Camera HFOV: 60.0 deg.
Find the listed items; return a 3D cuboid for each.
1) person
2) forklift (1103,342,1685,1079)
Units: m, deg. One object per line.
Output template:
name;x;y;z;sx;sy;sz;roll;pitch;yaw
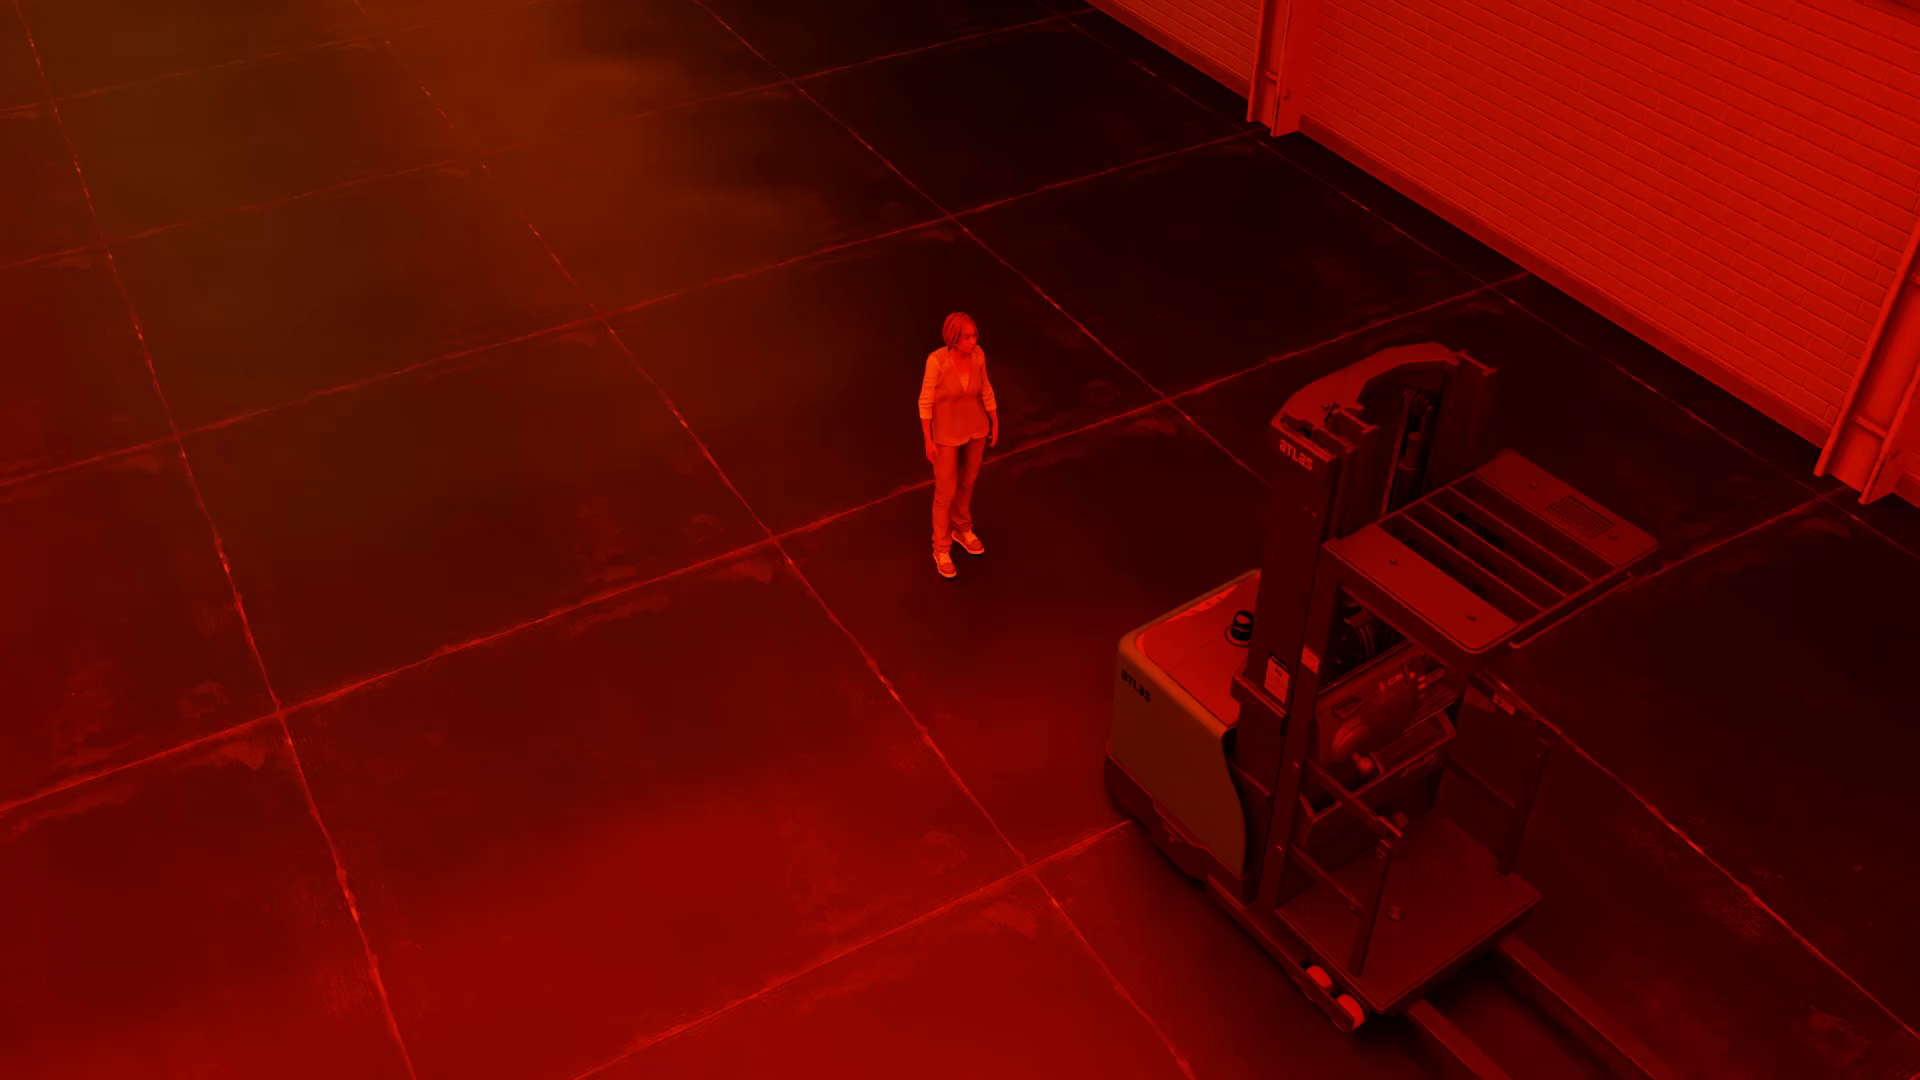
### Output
person;0.024;-0.575;9.763;0.520;1.597;0.475;-20;44;-23
forklift;2.012;0.765;7.114;1.130;2.935;3.031;-24;45;-26
